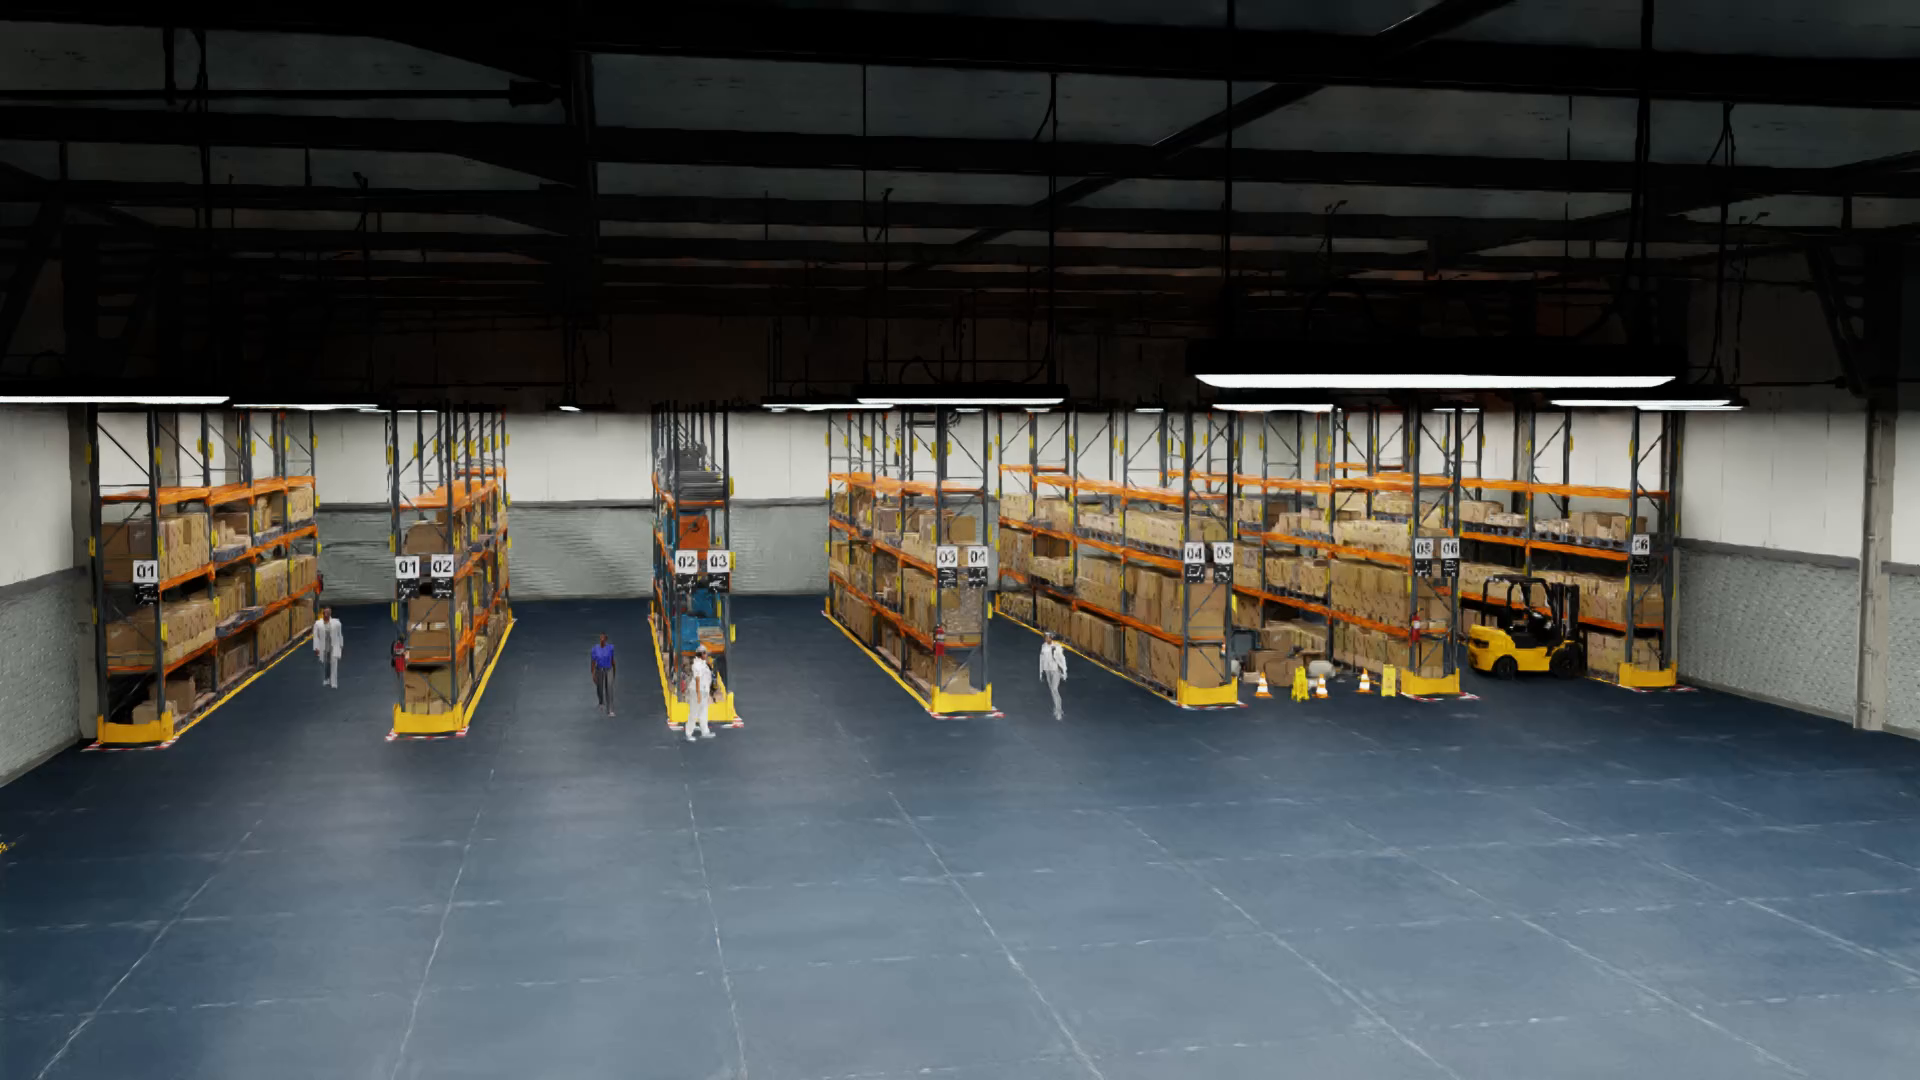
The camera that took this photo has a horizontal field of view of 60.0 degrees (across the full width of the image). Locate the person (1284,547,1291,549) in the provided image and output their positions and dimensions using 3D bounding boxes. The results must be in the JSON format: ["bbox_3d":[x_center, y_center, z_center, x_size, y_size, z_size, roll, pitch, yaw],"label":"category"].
[{"bbox_3d":[9.824,1.083,49.941,0.629,1.741,0.674,-2,5,-23],"label":"person"}]

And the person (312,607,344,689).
[{"bbox_3d":[-13.201,2.238,34.731,0.601,1.698,1.196,-1,4,-14],"label":"person"}]

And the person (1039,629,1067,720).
[{"bbox_3d":[1.787,2.515,31.528,0.579,1.690,0.465,4,6,41],"label":"person"}]

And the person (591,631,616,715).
[{"bbox_3d":[-6.826,2.523,31.807,0.447,1.574,1.088,-1,4,-9],"label":"person"}]

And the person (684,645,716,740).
[{"bbox_3d":[-4.607,2.681,29.370,0.511,1.661,0.614,0,4,-2],"label":"person"}]
